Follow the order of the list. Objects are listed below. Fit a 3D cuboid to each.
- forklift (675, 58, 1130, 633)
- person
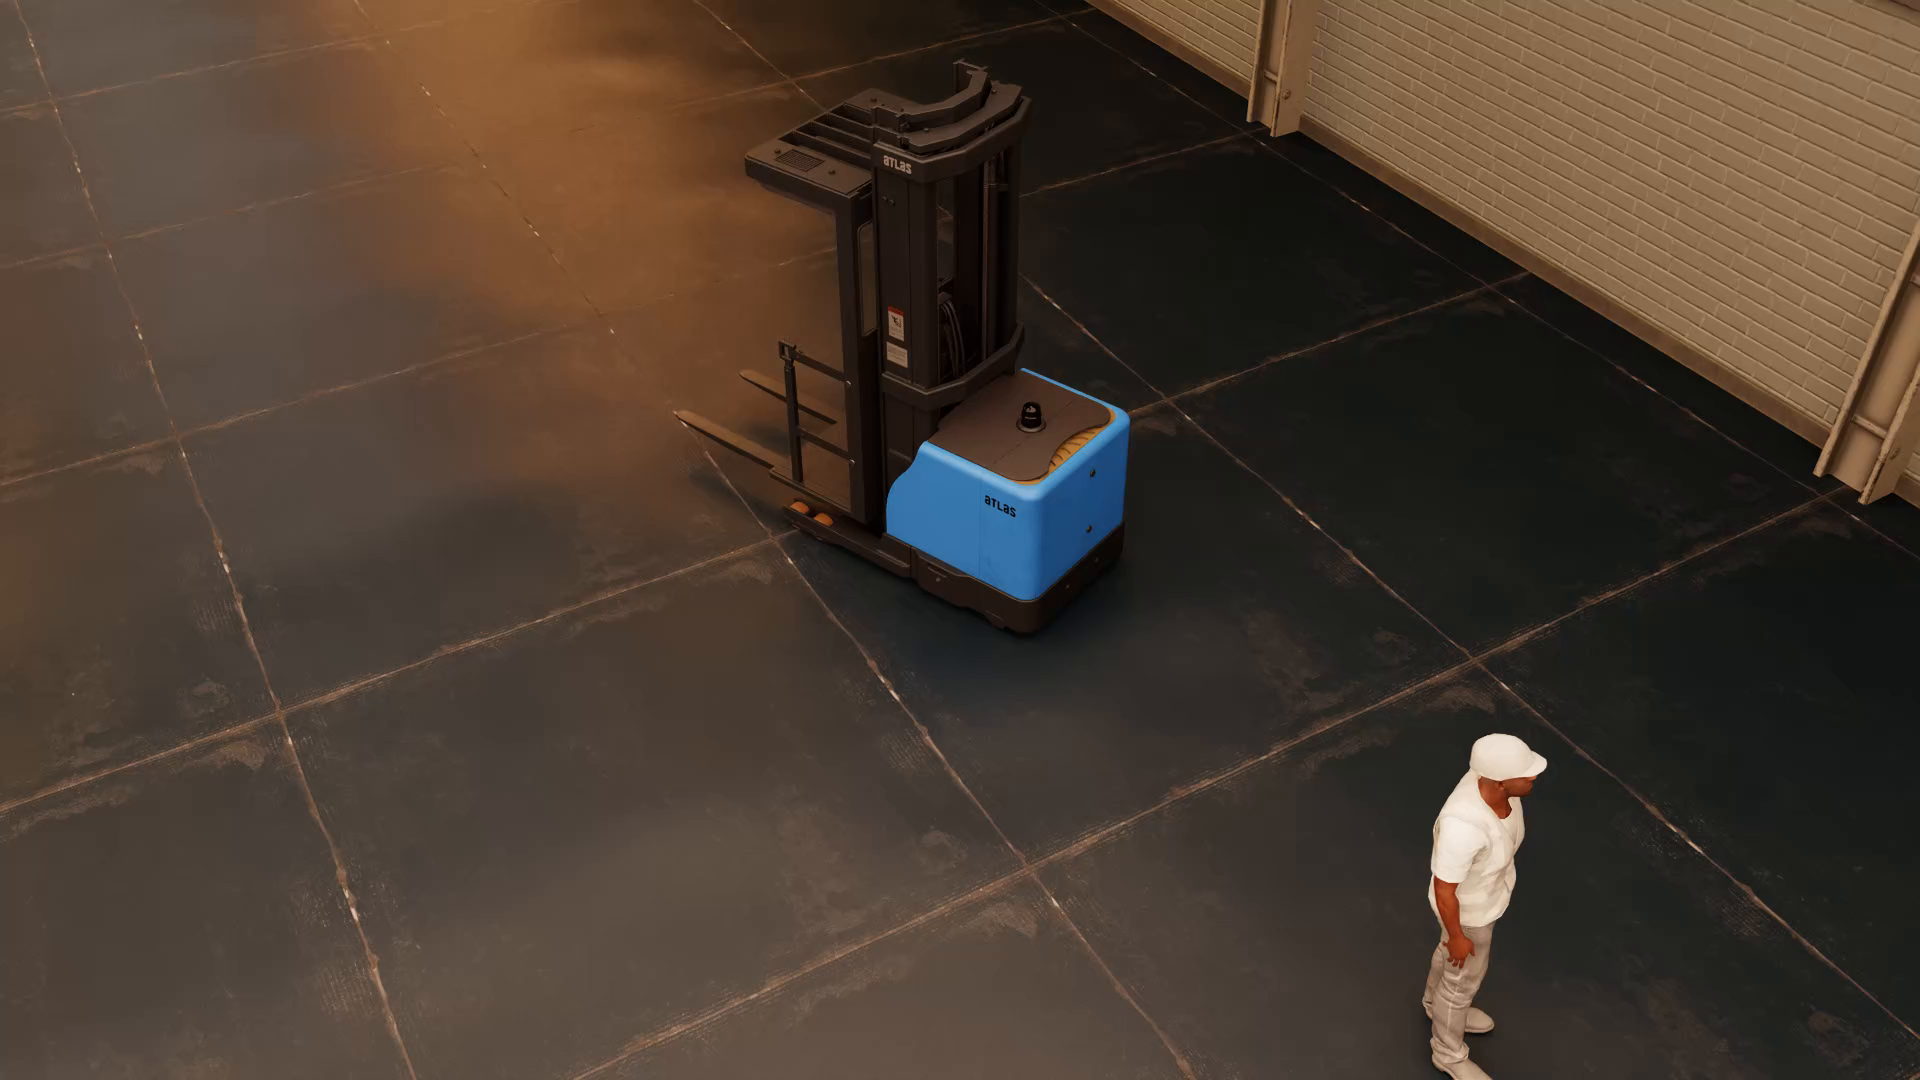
[{"bbox_3d":[-0.481,-1.366,9.683,3.031,2.935,1.130,26,46,28],"label":"forklift"},{"bbox_3d":[2.257,1.539,7.082,0.577,1.765,0.666,22,44,24],"label":"person"}]
